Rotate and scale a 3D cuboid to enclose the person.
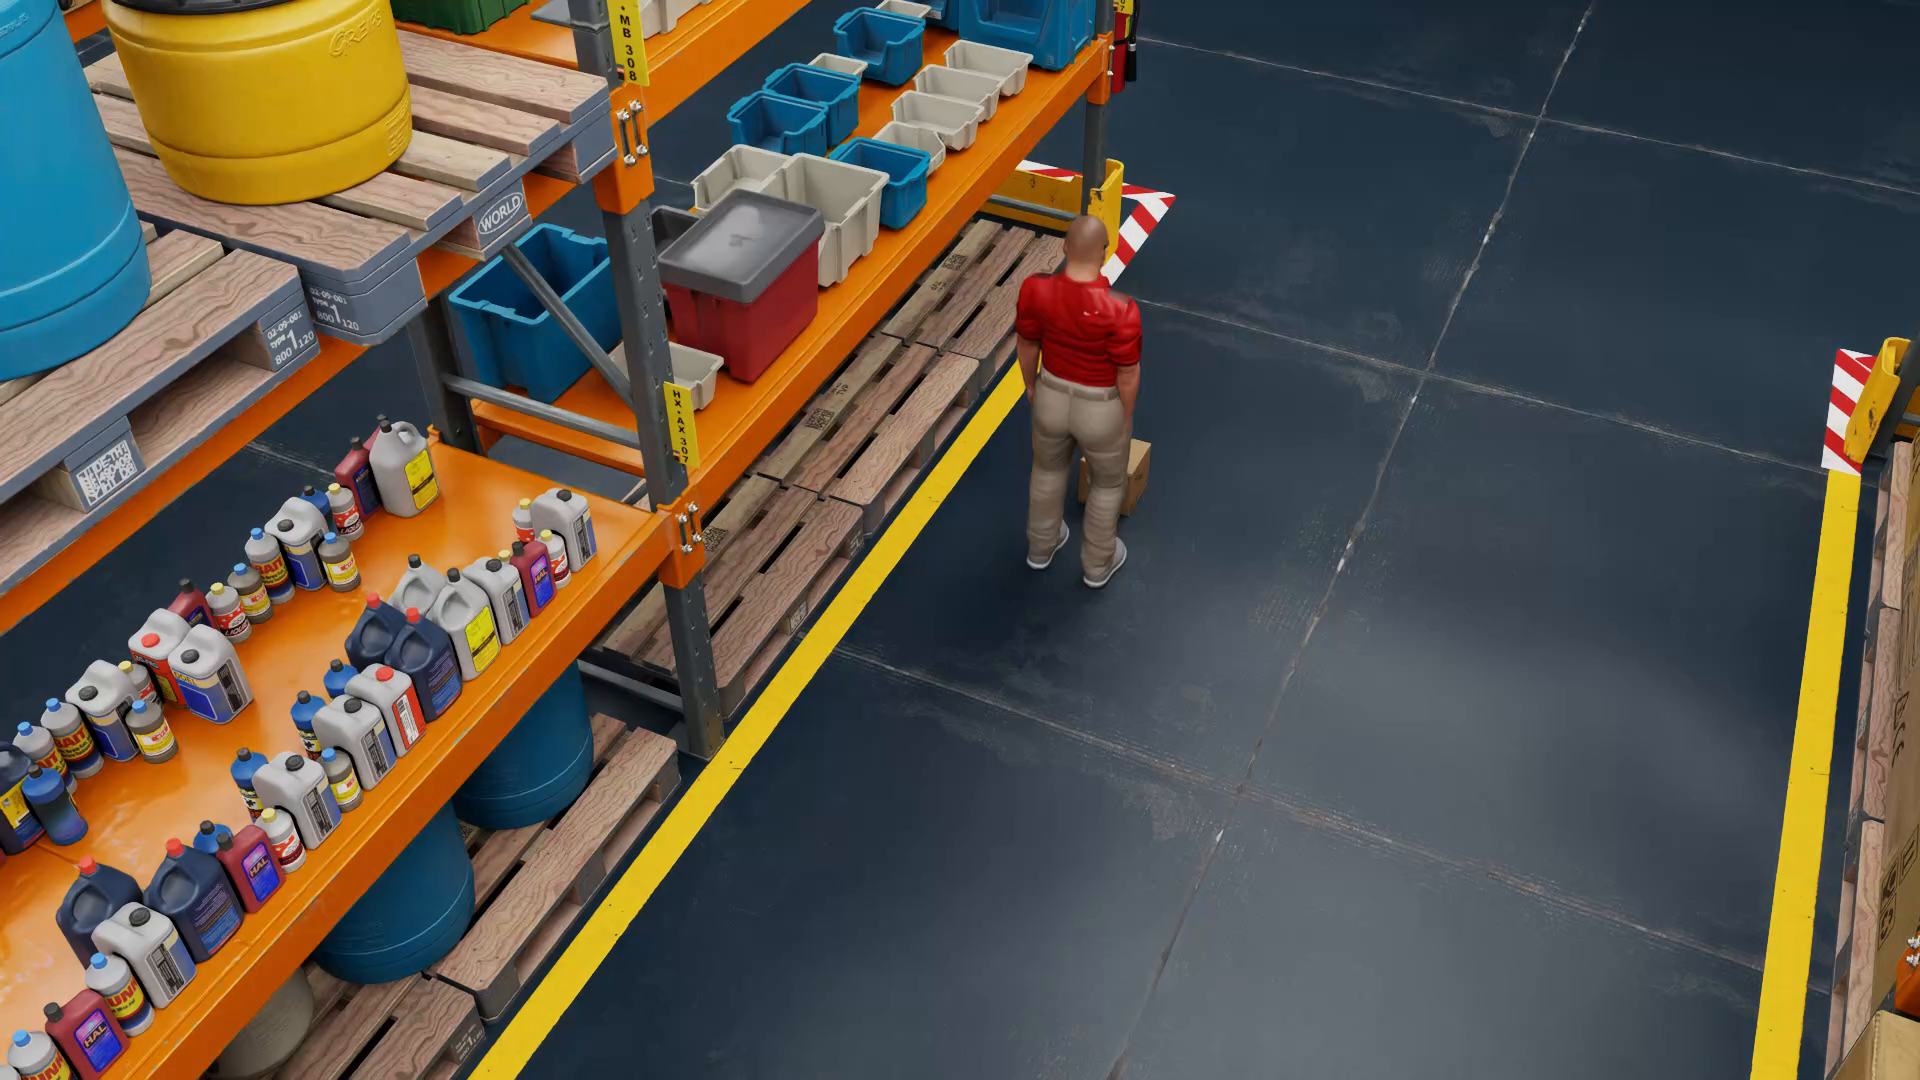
[{"bbox_3d":[0.539,-0.355,7.161,0.568,0.949,0.877,17,45,18],"label":"person"}]
